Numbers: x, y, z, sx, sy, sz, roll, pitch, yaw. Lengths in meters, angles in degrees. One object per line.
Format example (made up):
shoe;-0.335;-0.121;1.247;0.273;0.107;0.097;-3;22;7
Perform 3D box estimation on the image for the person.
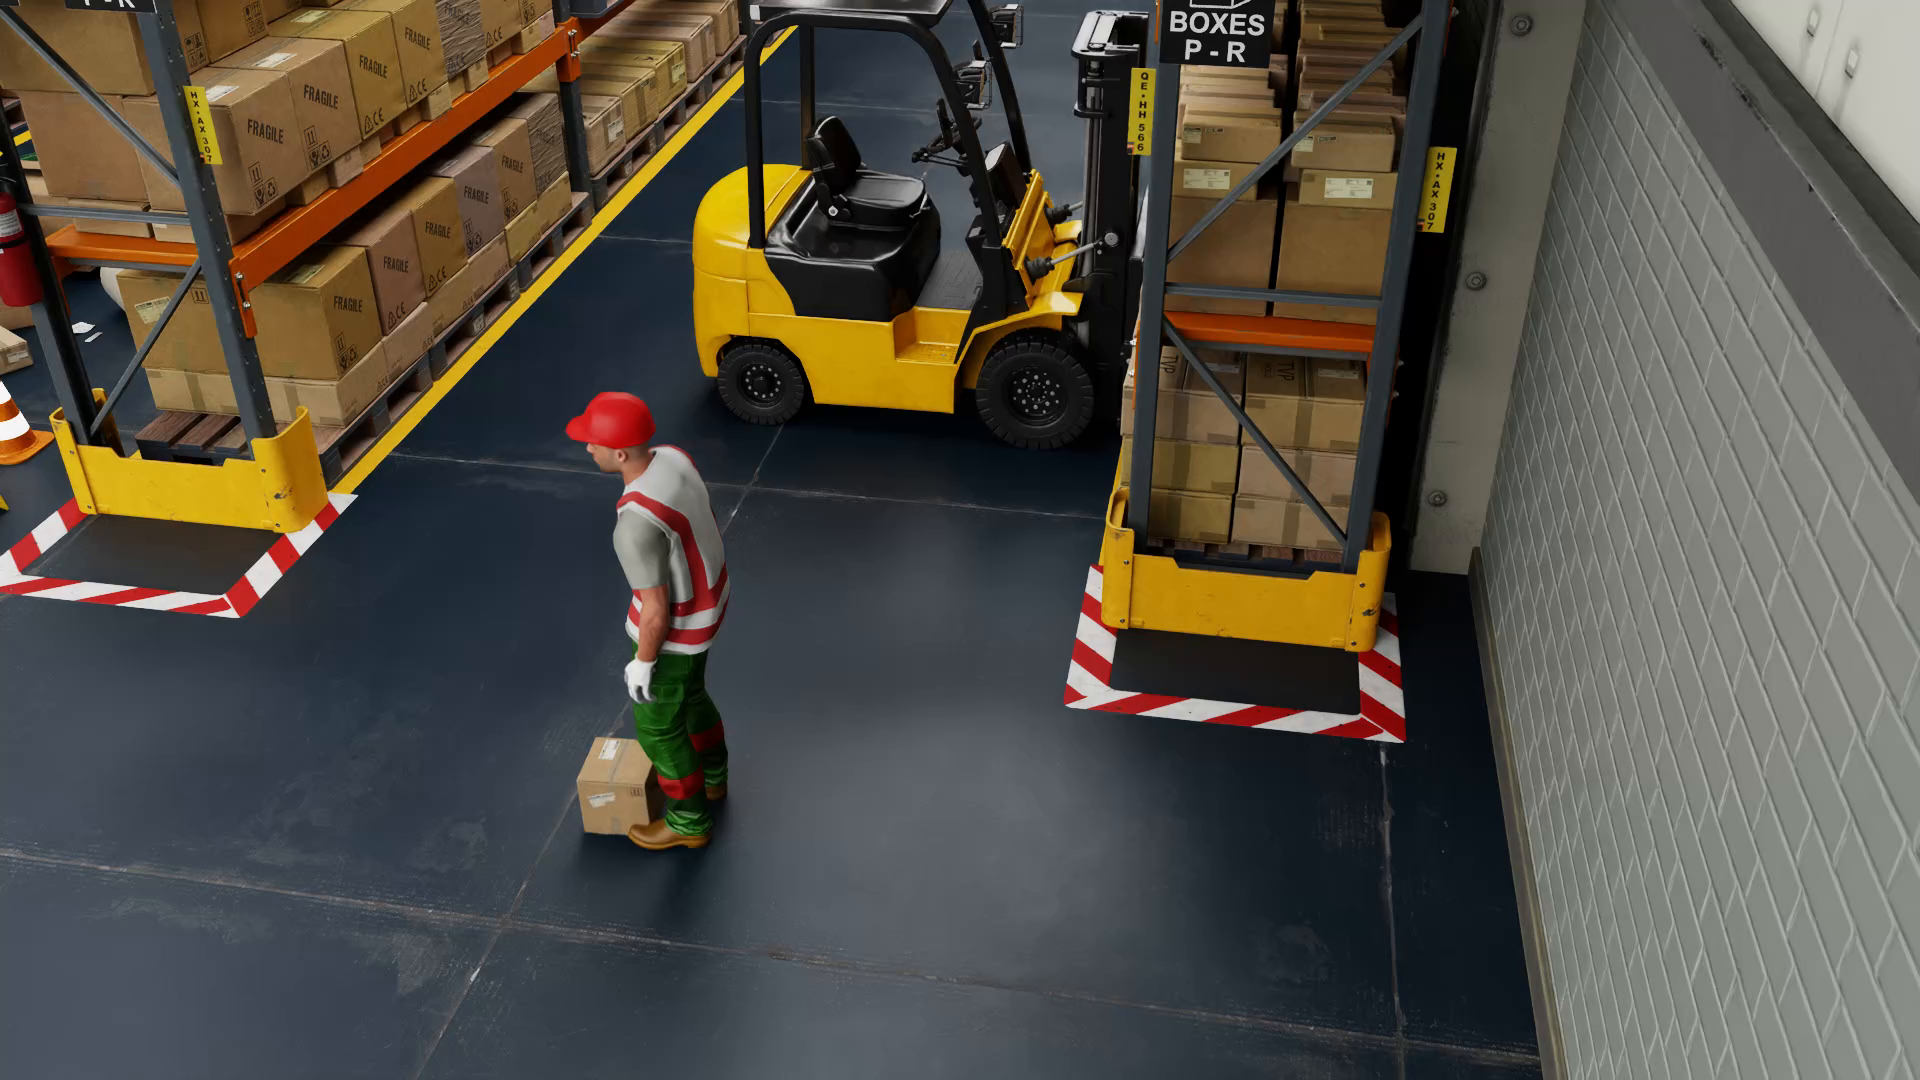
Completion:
person;-1.015;0.284;5.672;0.453;1.777;0.609;4;32;6
